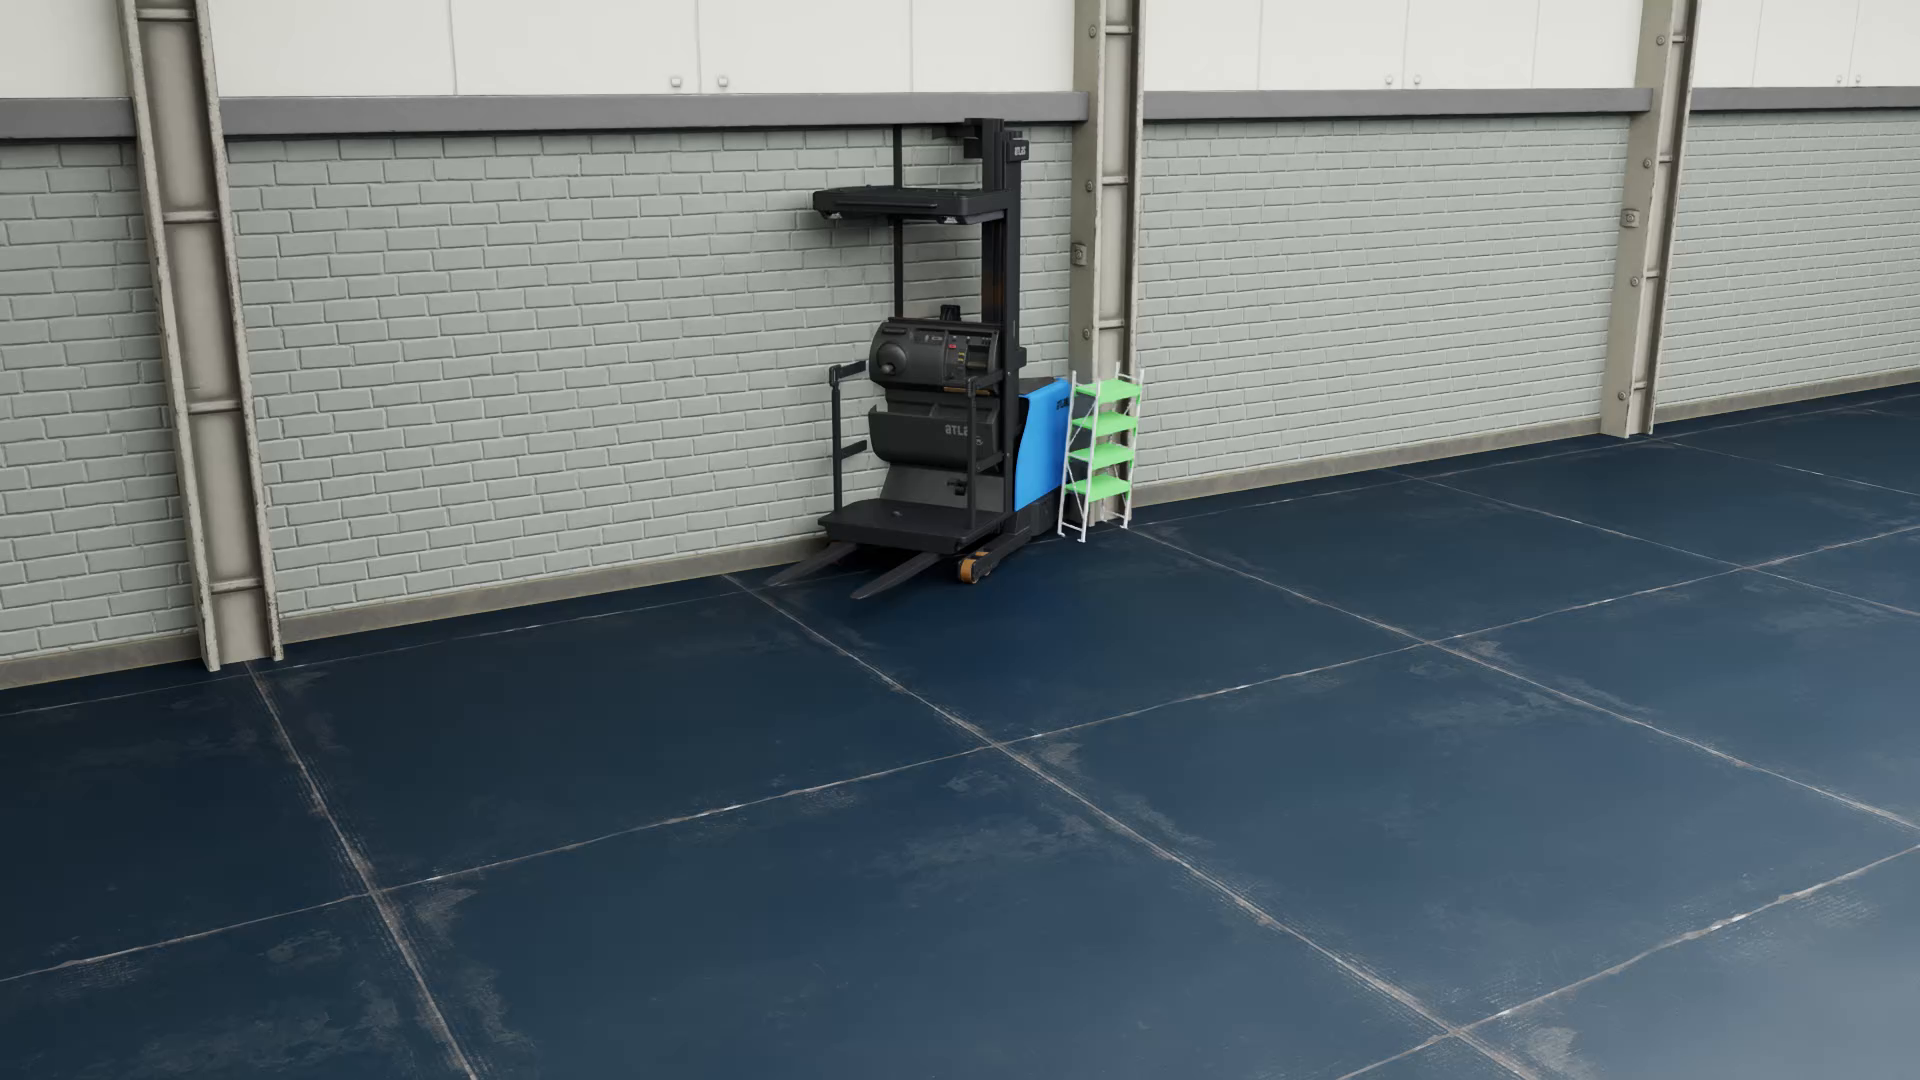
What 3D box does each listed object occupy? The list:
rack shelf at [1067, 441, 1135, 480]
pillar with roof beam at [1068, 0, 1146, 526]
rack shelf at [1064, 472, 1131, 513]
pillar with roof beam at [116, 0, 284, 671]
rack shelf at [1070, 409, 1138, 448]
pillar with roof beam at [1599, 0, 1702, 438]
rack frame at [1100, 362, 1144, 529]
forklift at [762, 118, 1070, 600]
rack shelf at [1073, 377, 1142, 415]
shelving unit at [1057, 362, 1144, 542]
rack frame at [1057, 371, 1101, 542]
[{"bbox_3d":[0.999,-0.570,11.909,0.258,0.148,0.480,21,26,39],"label":"rack shelf"},{"bbox_3d":[3.257,-3.499,7.720,0.400,9.000,9.100,-9,18,-30],"label":"pillar with roof beam"},{"bbox_3d":[0.982,-0.345,11.991,0.258,0.148,0.480,21,26,39],"label":"rack shelf"},{"bbox_3d":[-1.887,-2.665,4.744,0.400,9.000,9.100,-9,18,-30],"label":"pillar with roof beam"},{"bbox_3d":[1.016,-0.795,11.827,0.258,0.148,0.480,21,26,39],"label":"rack shelf"},{"bbox_3d":[8.400,-4.333,10.695,0.400,9.000,9.100,-9,18,-30],"label":"pillar with roof beam"},{"bbox_3d":[1.170,-0.680,12.058,0.240,1.200,0.015,21,26,39],"label":"rack frame"},{"bbox_3d":[-0.264,-1.258,10.966,1.130,2.935,3.031,7,17,24],"label":"forklift"},{"bbox_3d":[1.033,-1.020,11.746,0.258,0.148,0.480,21,26,39],"label":"rack shelf"},{"bbox_3d":[1.003,-0.630,11.887,0.258,1.200,0.503,21,26,39],"label":"shelving unit"},{"bbox_3d":[0.836,-0.581,11.716,0.240,1.200,0.015,21,26,39],"label":"rack frame"}]
